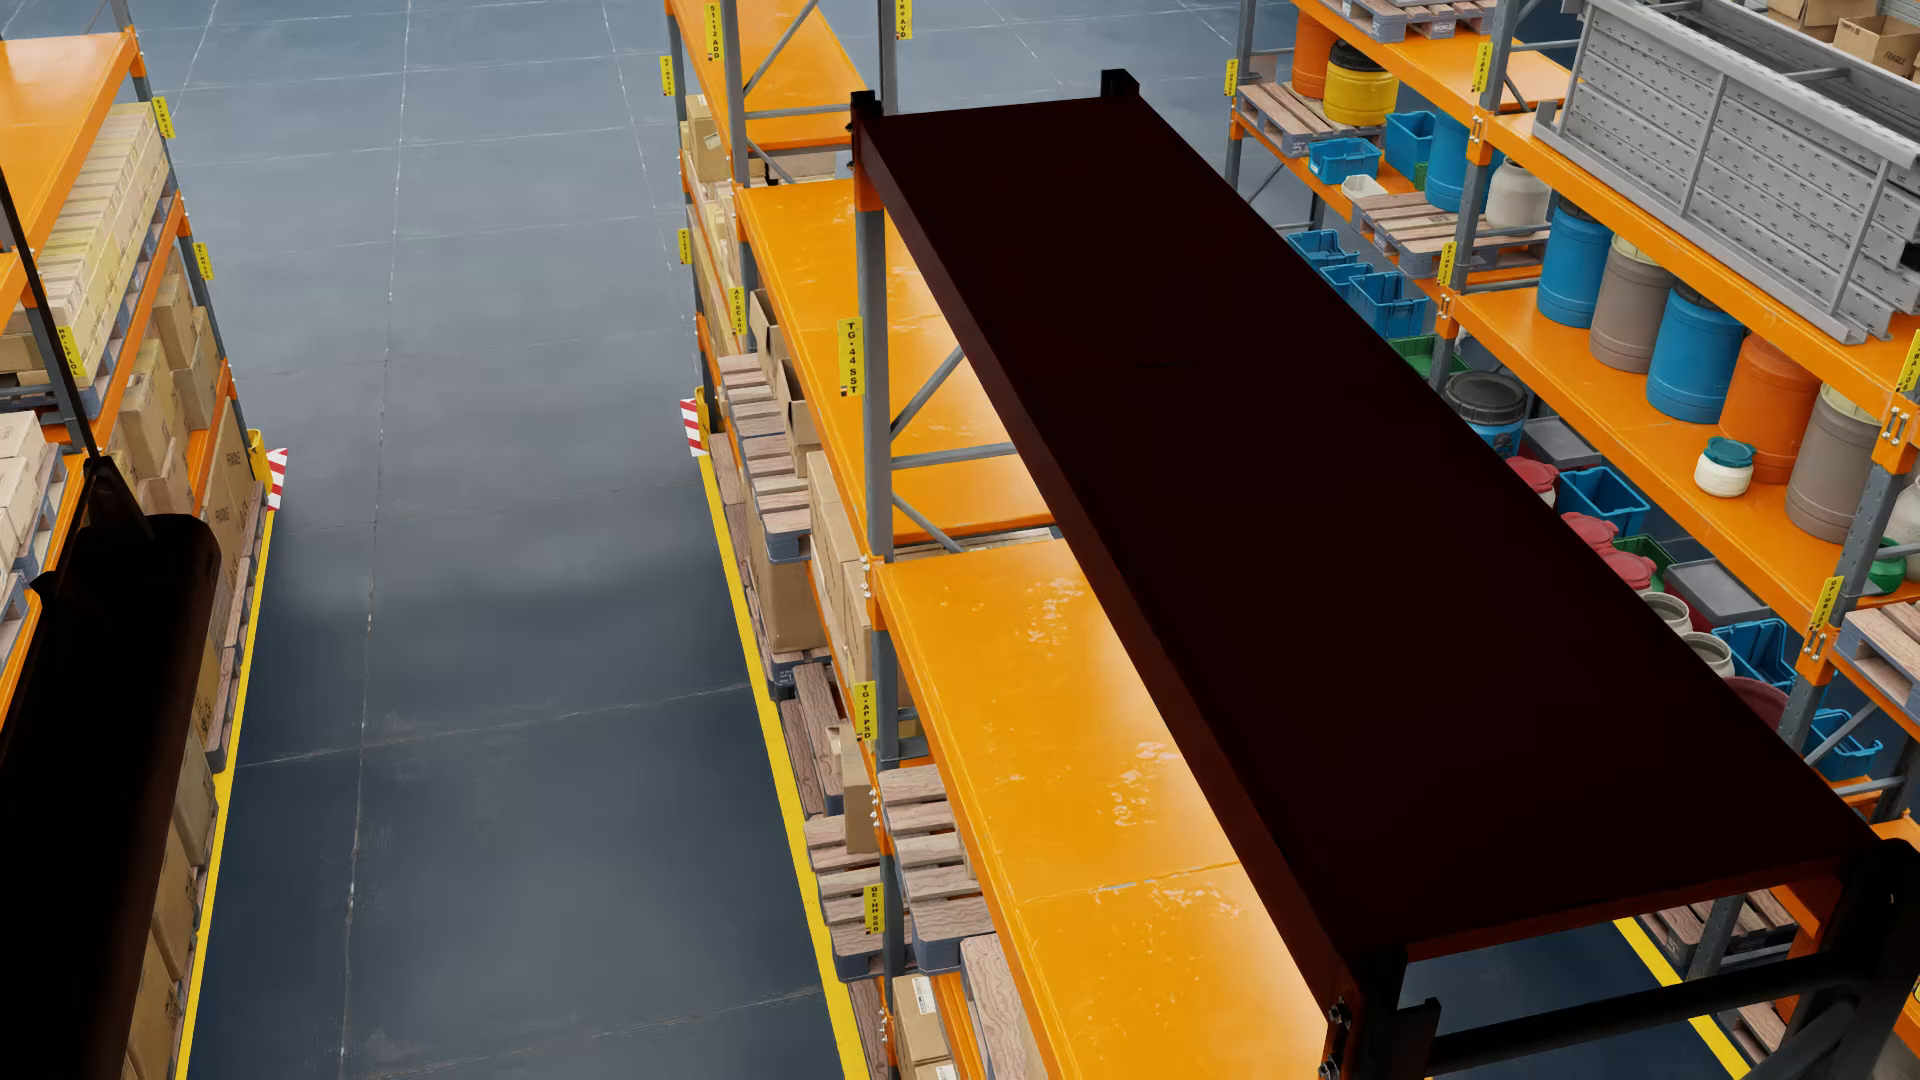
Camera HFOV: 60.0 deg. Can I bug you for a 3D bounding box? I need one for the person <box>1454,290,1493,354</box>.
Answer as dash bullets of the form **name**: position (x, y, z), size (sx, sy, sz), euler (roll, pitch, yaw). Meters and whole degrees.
- **person**: position (5.129, -2.672, 16.533), size (0.809, 1.636, 0.471), euler (-18, 38, -24)
